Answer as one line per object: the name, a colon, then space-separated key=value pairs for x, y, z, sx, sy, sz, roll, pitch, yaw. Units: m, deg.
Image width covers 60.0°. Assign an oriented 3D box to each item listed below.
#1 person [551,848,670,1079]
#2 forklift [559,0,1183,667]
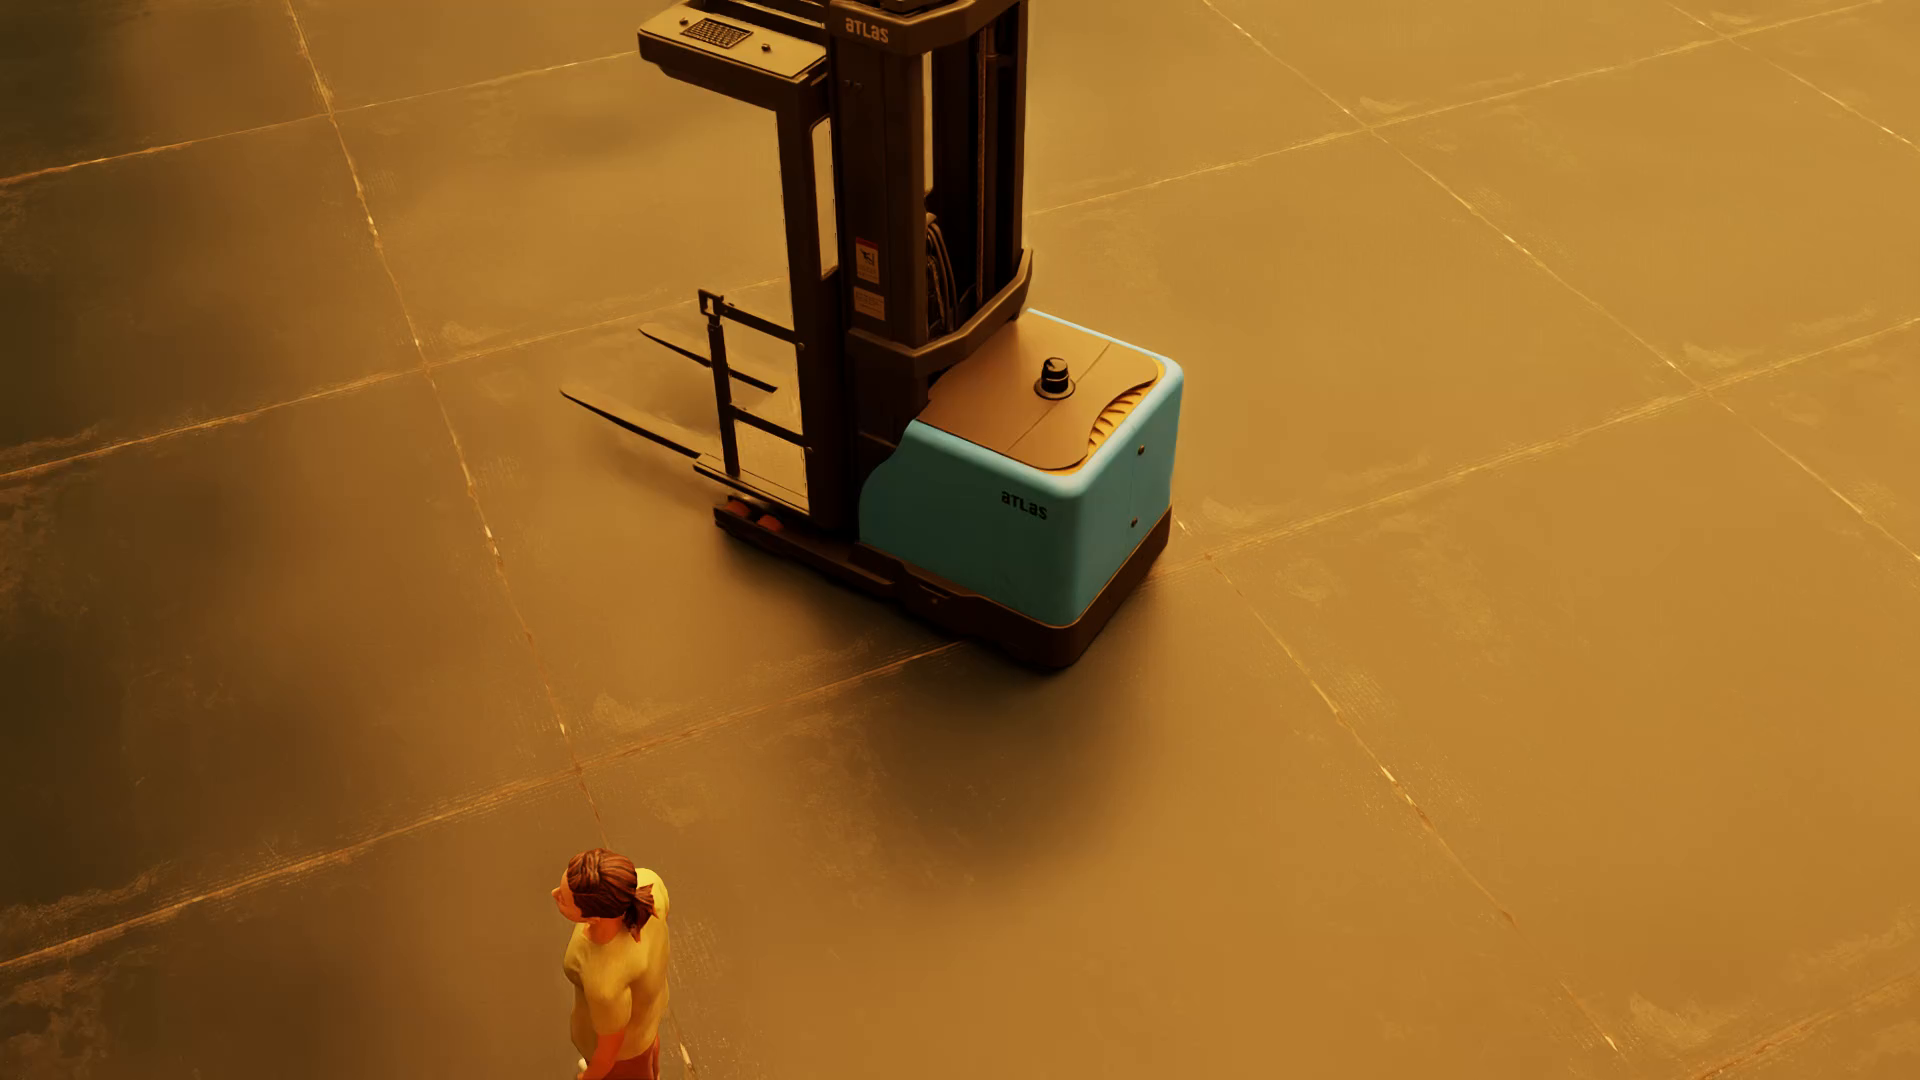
person: x=-1.097 y=1.430 z=5.058 sx=0.549 sy=1.674 sz=0.552 roll=6 pitch=43 yaw=7
forklift: x=-0.552 y=-1.302 z=7.075 sx=3.031 sy=2.935 sz=1.130 roll=23 pitch=48 yaw=23
